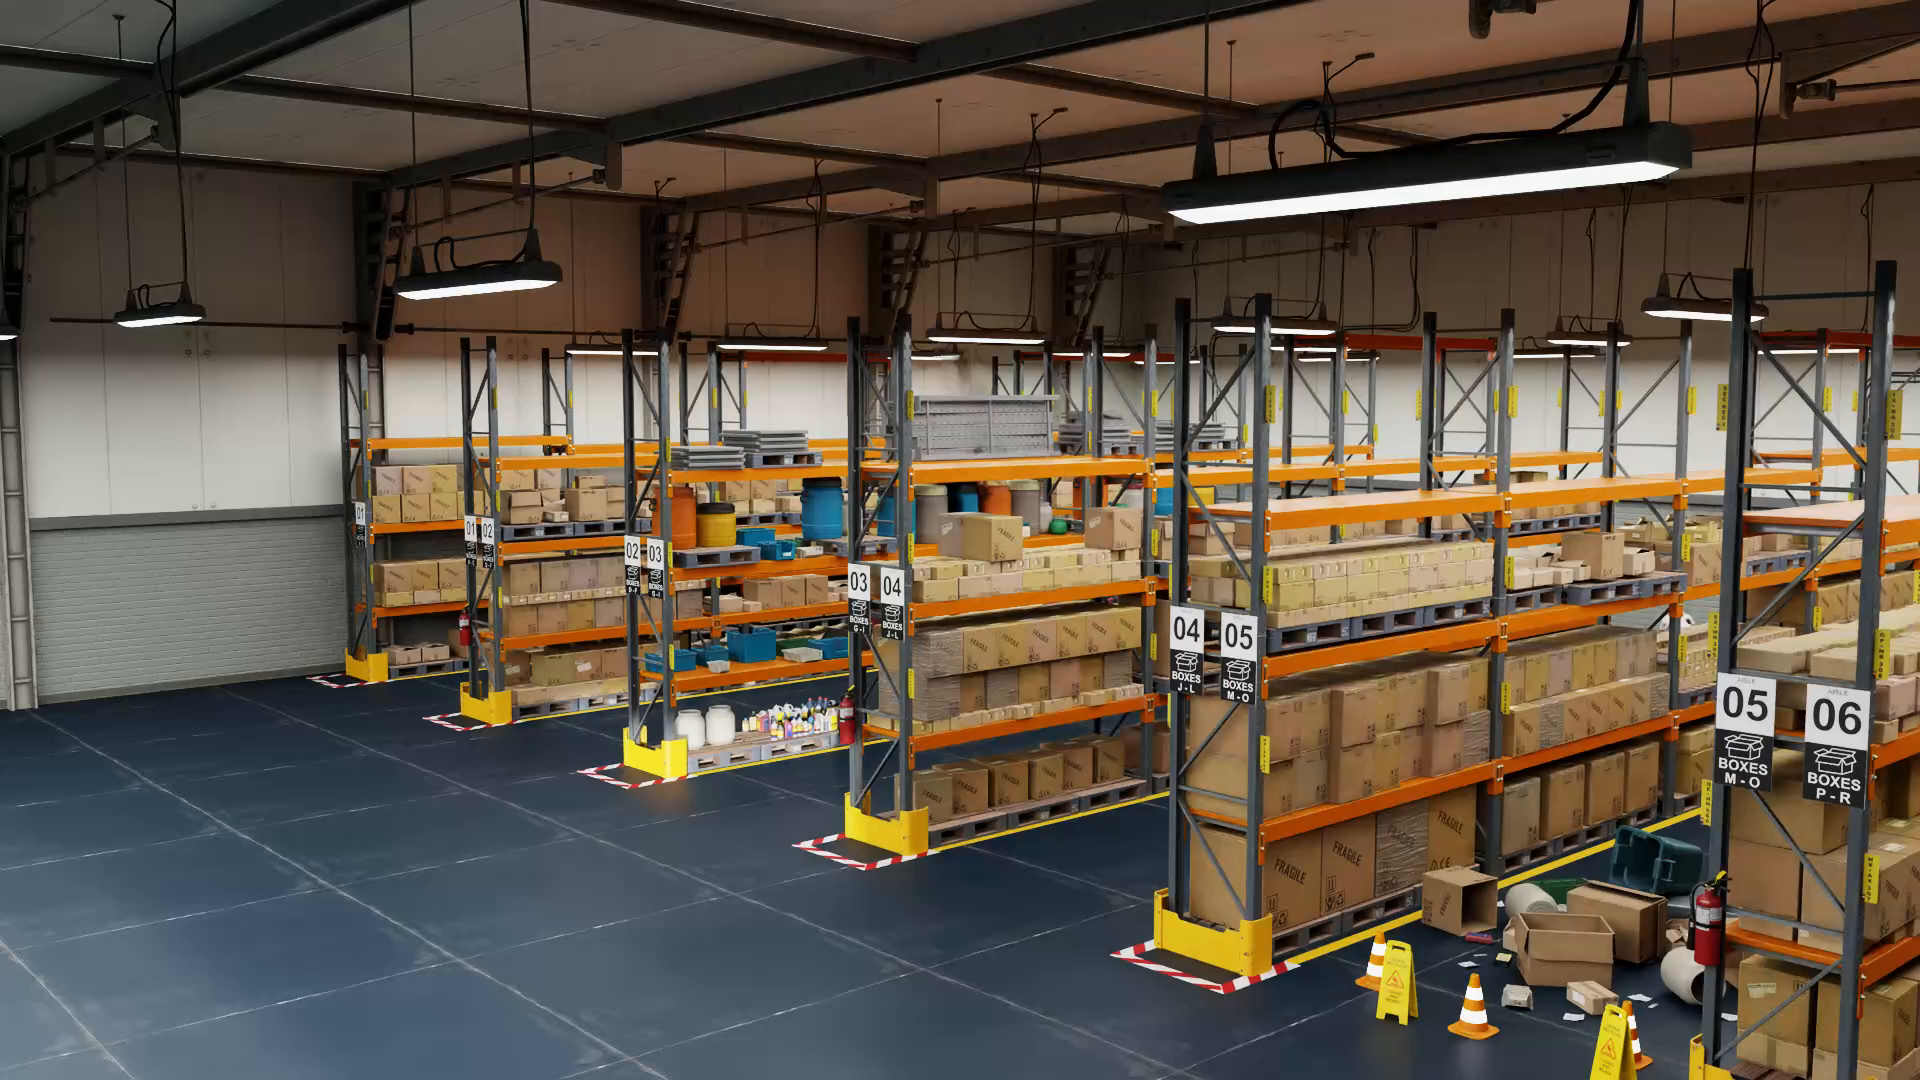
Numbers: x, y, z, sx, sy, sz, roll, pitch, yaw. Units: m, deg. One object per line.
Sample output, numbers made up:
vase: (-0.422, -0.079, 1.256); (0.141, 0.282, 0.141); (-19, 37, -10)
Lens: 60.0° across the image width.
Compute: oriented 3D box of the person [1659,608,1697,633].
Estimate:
person: (12.393, 1.830, 28.614); (0.723, 1.598, 0.722); (1, 5, 7)
